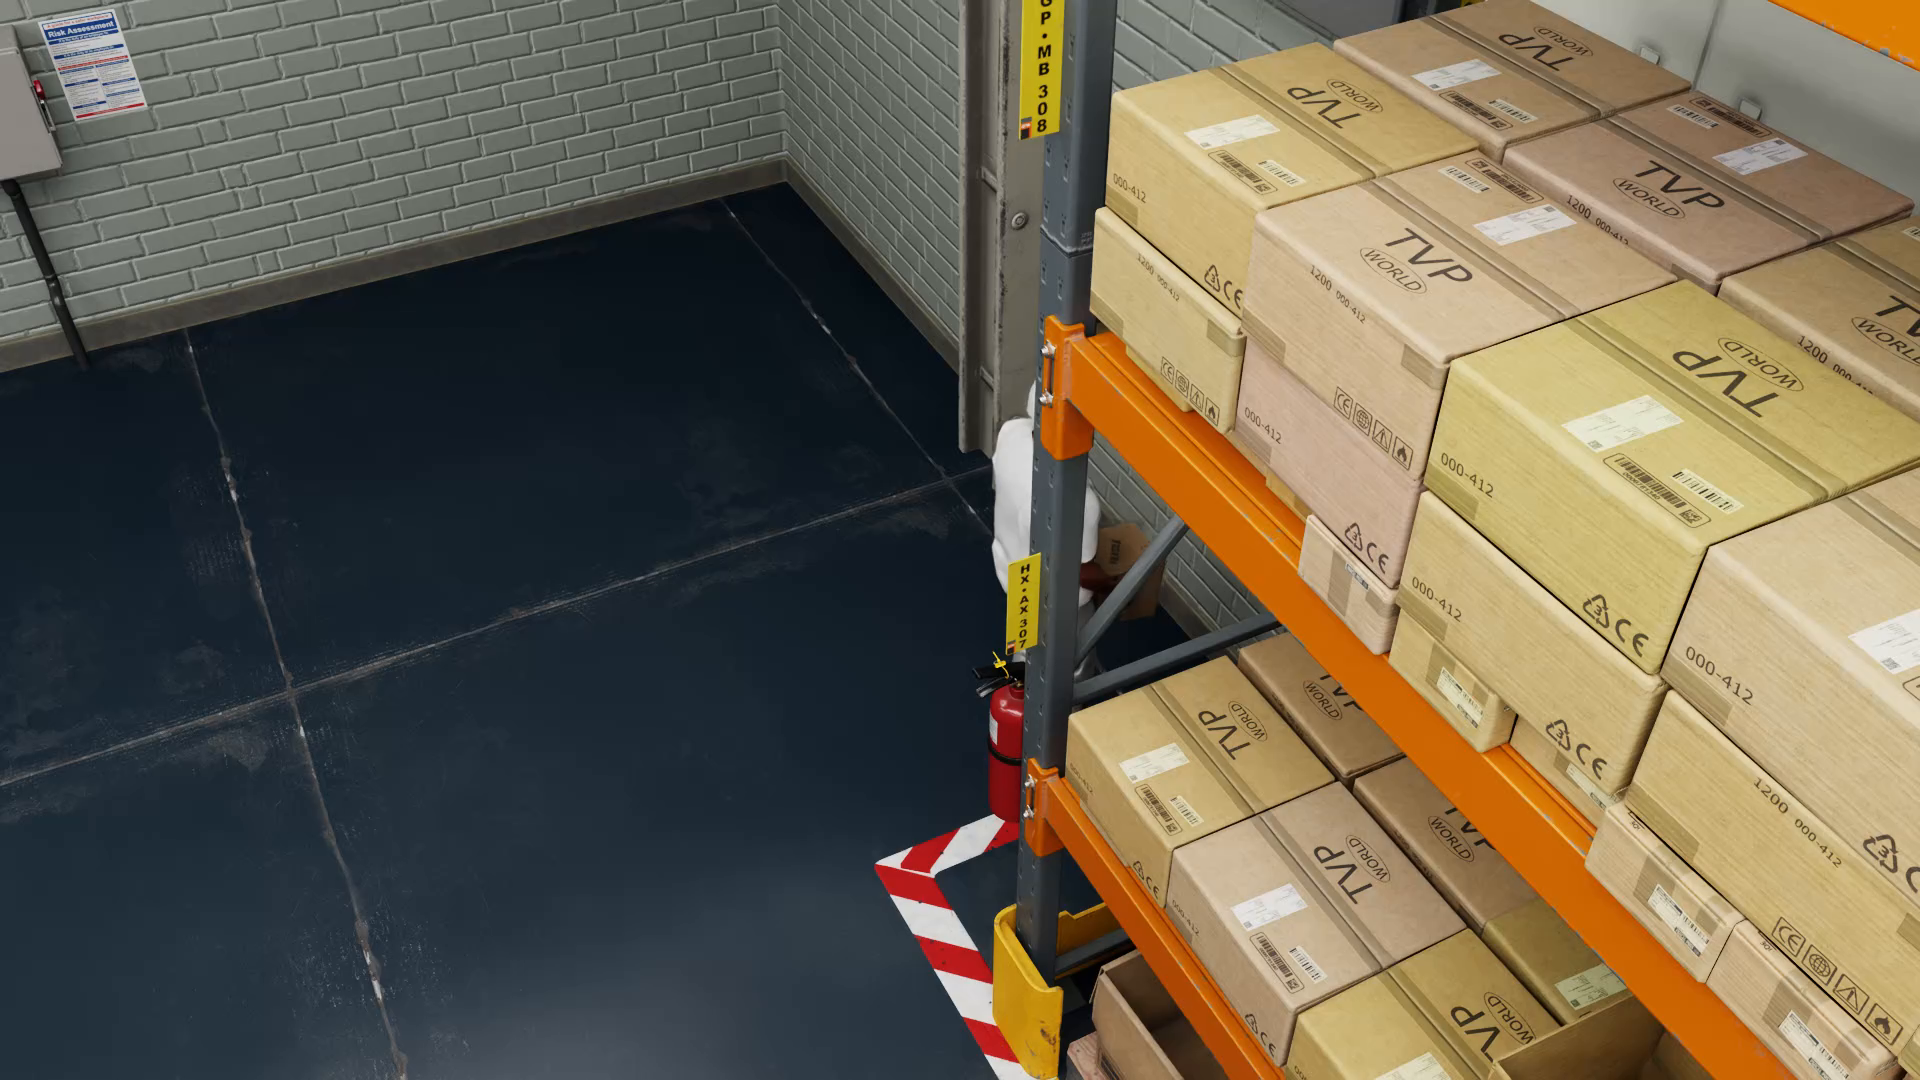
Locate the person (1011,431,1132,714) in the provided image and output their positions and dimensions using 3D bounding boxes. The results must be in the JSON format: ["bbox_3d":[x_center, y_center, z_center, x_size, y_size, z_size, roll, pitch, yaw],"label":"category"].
[{"bbox_3d":[0.386,0.106,5.998,0.414,1.671,0.566,-14,43,-16],"label":"person"}]
